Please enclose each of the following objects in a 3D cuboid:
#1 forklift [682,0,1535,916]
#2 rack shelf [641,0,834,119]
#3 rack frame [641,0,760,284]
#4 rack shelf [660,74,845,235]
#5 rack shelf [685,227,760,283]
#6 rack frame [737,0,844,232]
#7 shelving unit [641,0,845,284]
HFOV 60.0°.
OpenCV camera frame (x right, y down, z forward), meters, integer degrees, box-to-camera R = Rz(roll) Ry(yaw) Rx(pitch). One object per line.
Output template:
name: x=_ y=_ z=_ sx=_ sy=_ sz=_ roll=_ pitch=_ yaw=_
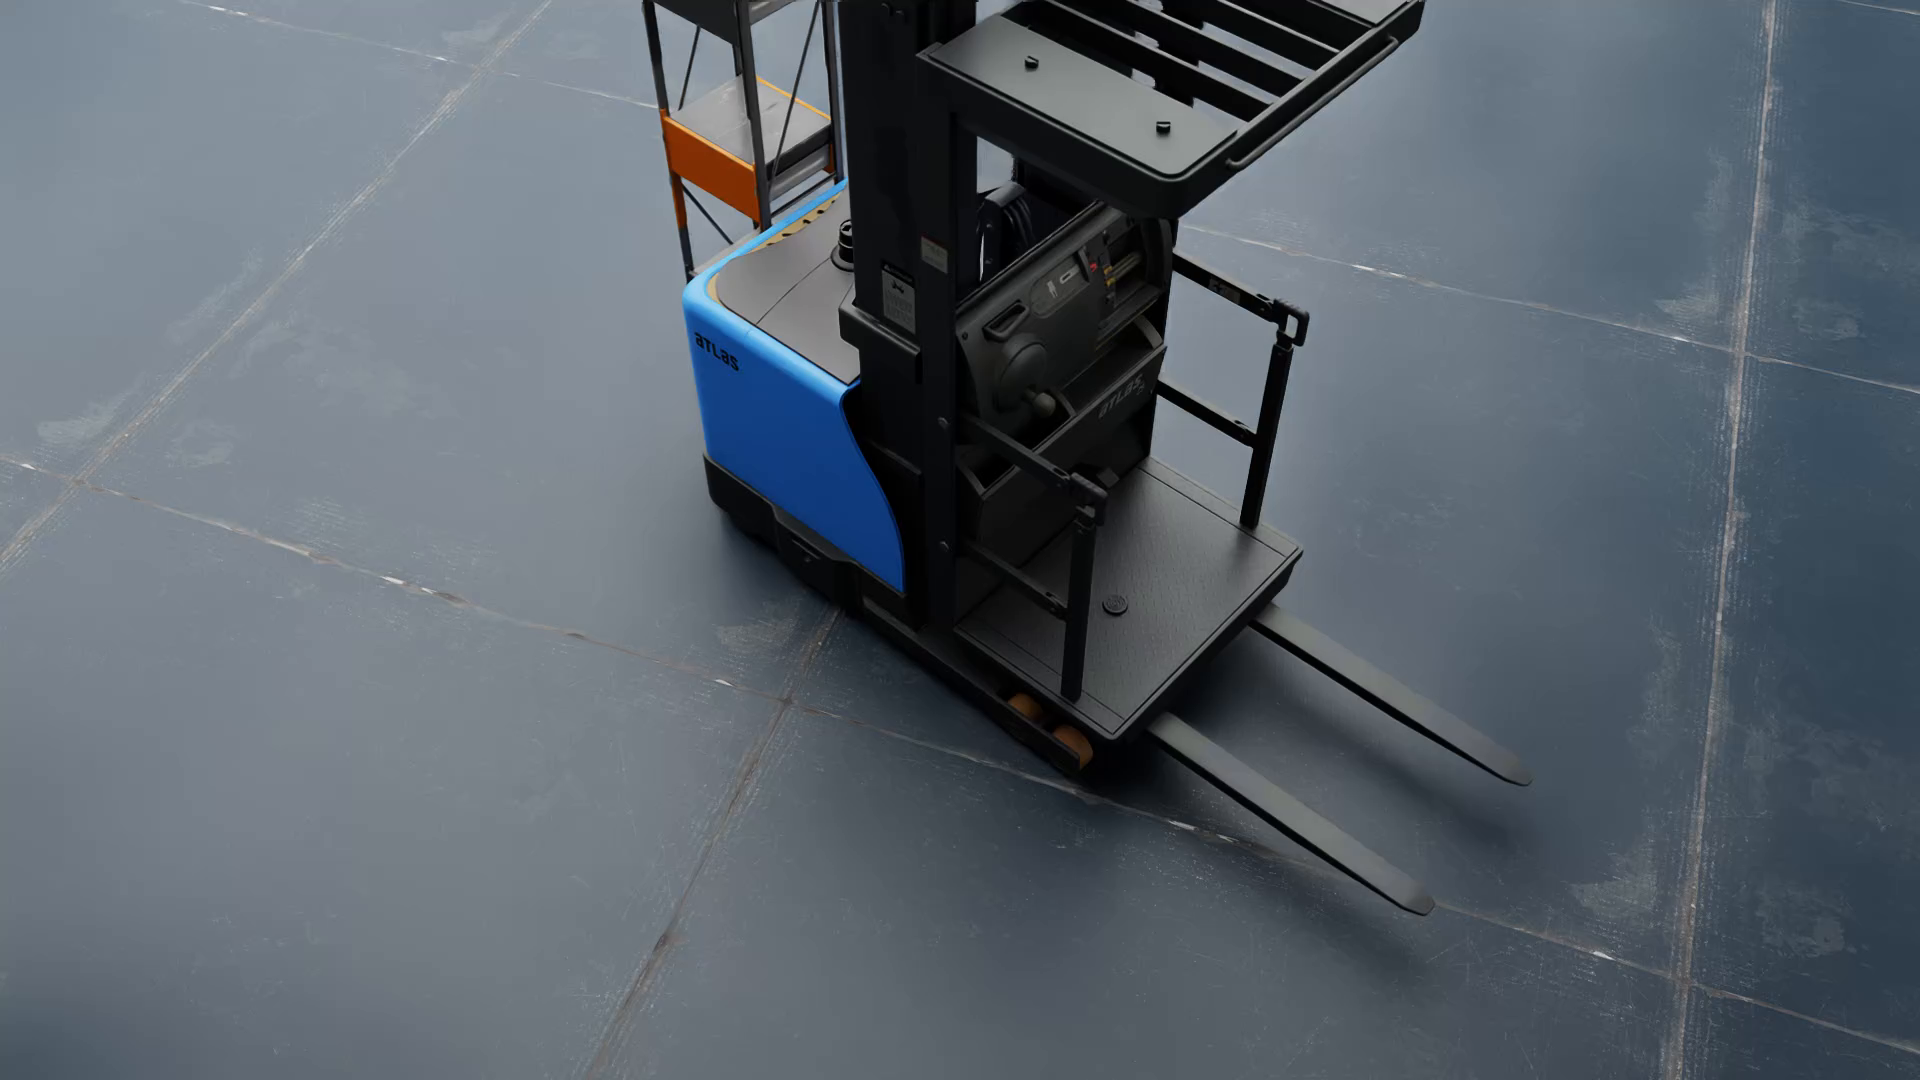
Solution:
forklift: x=0.484 y=-0.635 z=4.861 sx=3.031 sy=2.935 sz=1.130 roll=34 pitch=57 yaw=26
rack shelf: x=-0.740 y=-1.797 z=5.509 sx=0.480 sy=0.518 sz=0.431 roll=34 pitch=57 yaw=26
rack frame: x=-0.923 y=-1.469 z=6.134 sx=0.015 sy=2.100 sz=0.400 roll=34 pitch=57 yaw=26
rack shelf: x=-0.740 y=-1.338 z=6.038 sx=0.480 sy=0.518 sz=0.431 roll=34 pitch=57 yaw=26
rack shelf: x=-0.740 y=-0.880 z=6.567 sx=0.480 sy=0.518 sz=0.431 roll=34 pitch=57 yaw=26
rack frame: x=-0.558 y=-1.225 z=5.922 sx=0.015 sy=2.100 sz=0.400 roll=34 pitch=57 yaw=26
shelving unit: x=-0.740 y=-1.347 z=6.028 sx=0.503 sy=2.100 sz=0.431 roll=34 pitch=57 yaw=26
